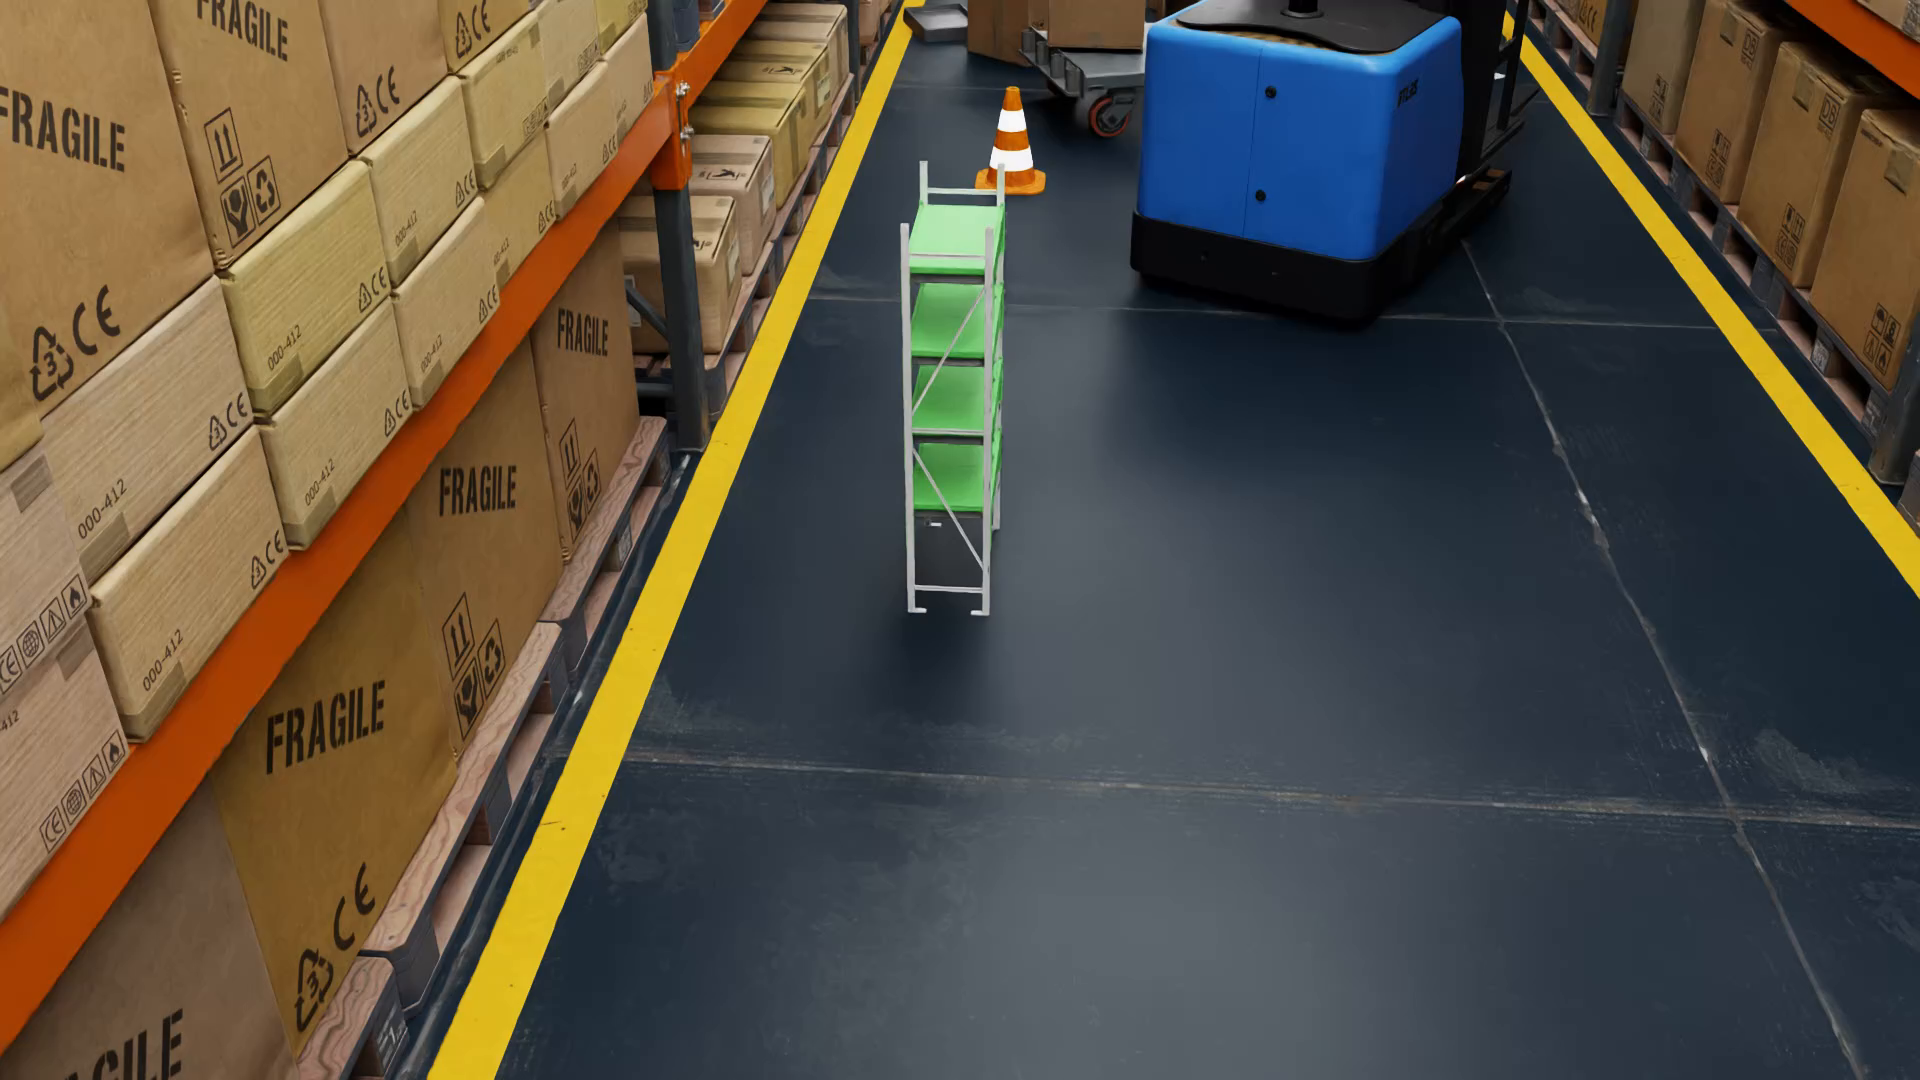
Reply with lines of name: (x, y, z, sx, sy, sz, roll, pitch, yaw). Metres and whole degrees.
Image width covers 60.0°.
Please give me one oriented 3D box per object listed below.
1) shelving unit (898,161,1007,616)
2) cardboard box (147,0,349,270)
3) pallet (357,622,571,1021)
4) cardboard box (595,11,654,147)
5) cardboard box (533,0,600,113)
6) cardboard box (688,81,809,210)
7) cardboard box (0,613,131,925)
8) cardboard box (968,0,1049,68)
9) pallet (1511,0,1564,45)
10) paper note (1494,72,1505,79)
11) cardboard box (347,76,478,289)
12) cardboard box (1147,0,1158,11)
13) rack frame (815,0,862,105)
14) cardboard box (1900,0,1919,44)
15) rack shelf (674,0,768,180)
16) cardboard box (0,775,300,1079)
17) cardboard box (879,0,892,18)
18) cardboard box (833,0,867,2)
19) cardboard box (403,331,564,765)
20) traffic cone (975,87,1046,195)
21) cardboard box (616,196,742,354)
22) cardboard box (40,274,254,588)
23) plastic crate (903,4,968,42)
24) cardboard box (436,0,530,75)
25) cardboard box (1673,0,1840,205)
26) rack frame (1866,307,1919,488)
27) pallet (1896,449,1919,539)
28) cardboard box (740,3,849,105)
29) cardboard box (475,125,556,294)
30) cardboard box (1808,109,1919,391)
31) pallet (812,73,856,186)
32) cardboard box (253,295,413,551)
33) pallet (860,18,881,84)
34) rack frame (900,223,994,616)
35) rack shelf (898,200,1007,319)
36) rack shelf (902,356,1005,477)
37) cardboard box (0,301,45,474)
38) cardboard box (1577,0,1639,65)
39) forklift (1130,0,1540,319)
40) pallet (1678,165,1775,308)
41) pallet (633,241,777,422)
shelving unit: (-0.013, -0.424, 4.795, 0.258, 1.200, 0.503, 2, 32, 4)
cardboard box: (-1.321, -0.748, 2.556, 0.500, 0.500, 0.500, 2, 32, 3)
pallet: (-1.616, 0.608, 4.061, 1.003, 0.211, 1.213, 2, 32, 4)
cardboard box: (-1.157, -1.285, 4.618, 0.500, 0.250, 0.500, 1, 32, 2)
cardboard box: (-1.199, -1.240, 4.070, 0.500, 0.250, 0.500, 2, 32, 3)
cardboard box: (-1.200, -1.761, 7.354, 0.950, 0.372, 0.625, 3, 32, 6)
cardboard box: (-1.402, 0.313, 2.026, 0.500, 0.250, 0.500, 2, 32, 3)
cardboard box: (0.394, -3.155, 9.890, 0.500, 0.500, 0.500, 27, 41, 37)
pallet: (4.129, -3.404, 10.572, 1.003, 0.211, 1.213, 2, 32, 4)
paper note: (3.045, -2.683, 9.575, 0.147, 0.020, 0.142, -20, 37, -29)
cardboard box: (-1.263, -0.700, 3.194, 0.500, 0.250, 0.500, 2, 32, 2)
cardboard box: (1.657, -3.718, 10.803, 0.797, 0.503, 0.637, -20, 37, -29)
rack frame: (-1.049, -3.715, 8.420, 1.000, 3.000, 0.127, 2, 32, 4)
cardboard box: (3.336, -1.755, 5.143, 0.500, 0.500, 0.500, 2, 32, 4)
rack shelf: (-1.212, -2.363, 6.912, 1.077, 0.370, 4.000, 2, 32, 4)
cardboard box: (-1.730, 0.866, 2.611, 0.875, 0.875, 0.875, 3, 32, 6)
cardboard box: (-0.700, -3.300, 9.967, 0.500, 0.250, 0.500, 4, 32, 7)
cardboard box: (-0.732, -3.340, 9.316, 0.500, 0.500, 0.500, 4, 32, 6)
cardboard box: (-1.591, -0.074, 4.136, 0.875, 0.875, 0.875, 3, 32, 5)
traffic cone: (0.245, -1.927, 7.936, 0.336, 0.463, 0.334, 2, 32, 4)
cardboard box: (-1.319, -0.979, 6.084, 0.950, 0.372, 0.625, 0, 32, 1)
cardboard box: (-1.369, -0.173, 2.338, 0.500, 0.250, 0.500, 3, 32, 5)
plastic crate: (-0.104, -3.258, 10.461, 0.402, 0.080, 0.583, -8, 33, -13)
cardboard box: (-1.237, -1.283, 3.424, 0.500, 0.500, 0.500, 2, 32, 4)
cardboard box: (3.849, -1.945, 7.291, 1.050, 0.750, 0.750, 2, 32, 4)
rack frame: (3.567, -1.465, 4.769, 1.000, 3.000, 0.127, 2, 32, 4)
pallet: (3.502, 0.130, 4.837, 1.003, 0.211, 1.213, 2, 32, 4)
cardboard box: (-1.090, -2.501, 8.554, 0.950, 0.372, 0.625, 3, 32, 5)
cardboard box: (-1.240, -0.754, 3.758, 0.500, 0.250, 0.500, 2, 32, 3)
cardboard box: (3.706, -1.001, 5.759, 1.050, 0.750, 0.750, 2, 32, 3)
pallet: (-1.111, -2.121, 8.491, 1.003, 0.211, 1.213, 2, 32, 4)
cardboard box: (-1.304, -0.225, 2.899, 0.500, 0.250, 0.500, 2, 32, 4)
pallet: (-1.030, -2.881, 9.724, 1.003, 0.211, 1.213, 2, 32, 4)
rack frame: (-0.033, -0.297, 4.588, 0.240, 1.200, 0.015, 2, 32, 4)
rack shelf: (-0.013, -0.778, 4.576, 0.258, 0.148, 0.480, 2, 32, 4)
rack shelf: (-0.013, -0.370, 4.828, 0.258, 0.148, 0.480, 2, 32, 4)
cardboard box: (-1.378, -0.218, 1.697, 0.500, 0.500, 0.500, 3, 32, 5)
cardboard box: (4.013, -3.157, 9.139, 0.875, 0.875, 0.875, 3, 32, 5)
forklift: (1.926, -2.849, 7.079, 1.130, 2.935, 3.031, 18, 36, 27)
pallet: (3.808, -1.323, 7.196, 1.003, 0.211, 1.213, 2, 32, 4)
pallet: (-1.310, -0.845, 6.420, 1.003, 0.211, 1.213, 2, 32, 4)
